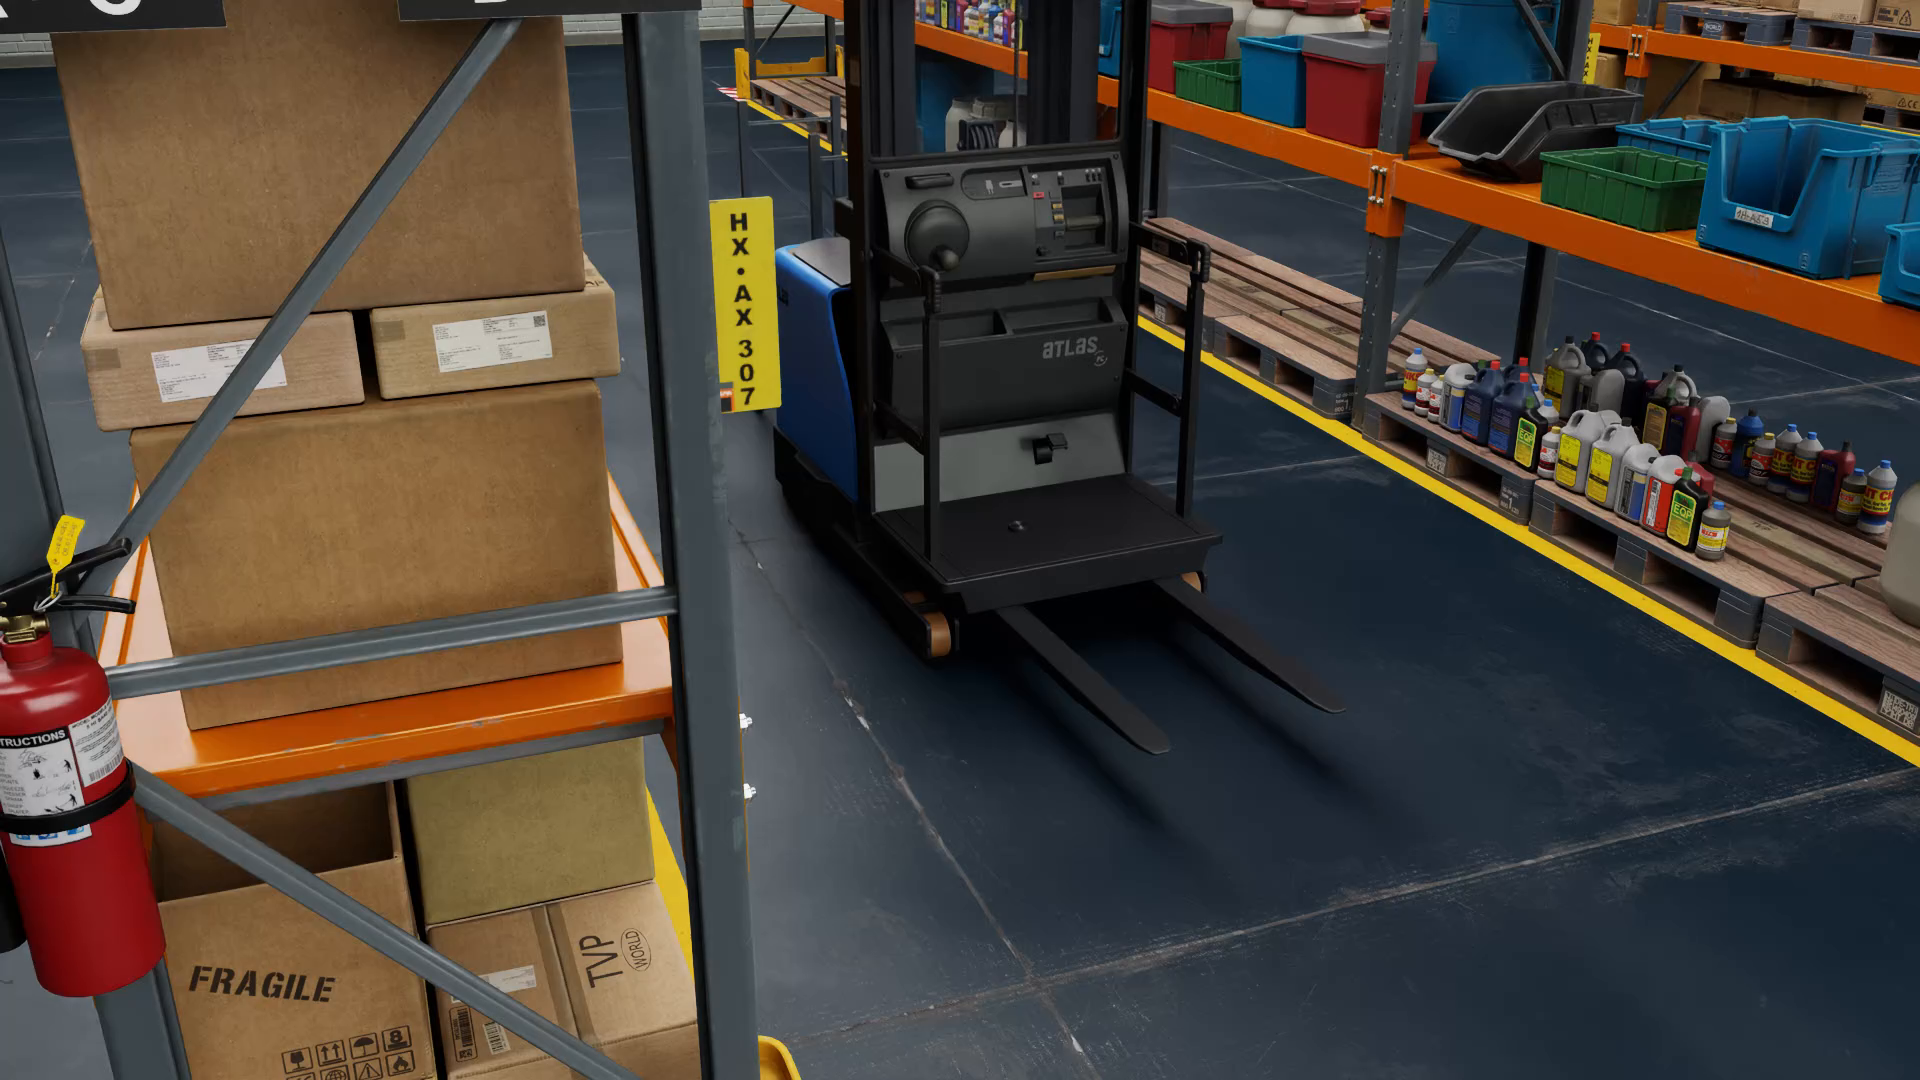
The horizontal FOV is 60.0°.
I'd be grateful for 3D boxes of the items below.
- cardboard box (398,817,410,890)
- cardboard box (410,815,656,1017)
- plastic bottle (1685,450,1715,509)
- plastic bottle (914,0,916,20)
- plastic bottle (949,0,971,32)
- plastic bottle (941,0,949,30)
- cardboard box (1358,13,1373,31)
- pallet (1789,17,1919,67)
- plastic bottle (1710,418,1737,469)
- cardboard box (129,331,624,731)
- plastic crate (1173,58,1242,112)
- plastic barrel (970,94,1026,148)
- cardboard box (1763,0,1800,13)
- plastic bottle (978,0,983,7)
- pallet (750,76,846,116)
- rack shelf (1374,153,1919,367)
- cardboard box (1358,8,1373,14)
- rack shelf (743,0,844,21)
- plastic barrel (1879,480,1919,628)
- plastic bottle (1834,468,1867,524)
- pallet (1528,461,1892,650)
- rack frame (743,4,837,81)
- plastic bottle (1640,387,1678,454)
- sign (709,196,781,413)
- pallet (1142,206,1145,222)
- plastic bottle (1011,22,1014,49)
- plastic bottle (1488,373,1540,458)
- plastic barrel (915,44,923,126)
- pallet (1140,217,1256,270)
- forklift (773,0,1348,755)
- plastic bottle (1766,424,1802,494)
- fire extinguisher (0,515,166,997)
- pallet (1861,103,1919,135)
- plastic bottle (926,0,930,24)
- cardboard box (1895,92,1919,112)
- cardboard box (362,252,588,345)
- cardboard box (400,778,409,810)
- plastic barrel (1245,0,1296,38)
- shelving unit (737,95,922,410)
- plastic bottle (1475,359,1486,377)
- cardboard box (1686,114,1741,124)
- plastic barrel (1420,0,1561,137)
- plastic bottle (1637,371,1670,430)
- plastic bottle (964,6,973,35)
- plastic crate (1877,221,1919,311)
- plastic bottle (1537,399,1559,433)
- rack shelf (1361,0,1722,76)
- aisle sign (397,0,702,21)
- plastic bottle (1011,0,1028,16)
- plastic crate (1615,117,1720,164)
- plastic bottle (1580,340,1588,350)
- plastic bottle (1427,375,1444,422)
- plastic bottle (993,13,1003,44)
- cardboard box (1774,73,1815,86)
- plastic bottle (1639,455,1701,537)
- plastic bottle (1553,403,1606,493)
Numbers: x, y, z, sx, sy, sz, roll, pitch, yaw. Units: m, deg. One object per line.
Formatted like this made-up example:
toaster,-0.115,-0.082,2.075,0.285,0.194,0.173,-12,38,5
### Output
cardboard box,-1.500,0.898,3.757,0.500,0.250,0.500,-8,24,-19
cardboard box,-1.007,0.826,3.929,0.500,0.250,0.500,-8,24,-19
plastic bottle,2.766,-0.188,6.265,0.061,0.283,0.133,-8,24,-19
plastic bottle,-0.316,-4.266,13.169,0.152,0.276,0.135,-8,24,-19
plastic bottle,0.000,-3.971,12.373,0.144,0.351,0.185,-8,24,-19
plastic bottle,-0.095,-3.992,12.510,0.061,0.283,0.133,-8,24,-19
cardboard box,4.428,-4.544,15.864,1.225,0.875,0.875,-8,24,-19
pallet,6.334,-3.304,10.974,1.003,0.211,1.213,-8,24,-19
plastic bottle,3.176,-0.406,6.888,0.097,0.201,0.097,0,23,0
cardboard box,-0.999,-0.059,2.899,0.700,0.500,0.500,-8,24,-19
plastic crate,1.497,-2.469,9.020,0.450,0.188,0.662,-8,24,-19
plastic barrel,0.375,-3.095,12.794,0.600,0.588,0.708,-8,24,-19
cardboard box,6.116,-3.966,11.628,0.700,0.500,0.500,-5,23,-11
plastic bottle,0.189,-4.382,13.450,0.097,0.271,0.097,0,23,0
pallet,-1.608,-4.743,17.732,1.003,0.211,1.213,-8,24,-19
rack shelf,3.083,-0.915,5.985,1.077,0.370,4.000,-8,24,-19
cardboard box,4.025,-5.025,17.004,0.875,0.875,0.875,-8,24,-19
rack shelf,-1.156,-5.275,16.330,1.077,0.370,4.000,-8,24,-19
plastic barrel,3.308,0.022,5.497,0.421,0.512,0.421,0,23,0
plastic bottle,3.404,-0.172,6.333,0.097,0.201,0.097,0,23,0
pallet,3.009,0.006,6.465,1.003,0.211,1.213,-8,24,-19
rack frame,-1.863,-6.333,17.914,1.000,3.000,0.127,-8,24,-19
plastic bottle,2.968,-0.519,7.051,0.061,0.283,0.133,-8,24,-19
sign,-0.325,-0.351,2.504,0.100,0.325,0.005,-8,24,-19
pallet,0.646,-2.422,12.225,1.003,0.211,1.213,-8,24,-19
plastic bottle,0.397,-3.468,11.371,0.097,0.201,0.097,0,23,0
plastic bottle,2.340,-0.536,7.005,0.144,0.351,0.185,-9,25,-21
plastic barrel,-0.274,-3.906,14.317,0.600,0.901,0.708,-8,24,-19
pallet,1.201,-1.855,10.879,1.003,0.211,1.213,-8,24,-19
forklift,0.251,-1.127,5.650,1.130,2.935,3.031,-10,25,-22
plastic bottle,3.284,-0.328,6.612,0.097,0.271,0.097,0,23,0
fire extinguisher,-1.239,0.301,2.274,0.296,0.674,0.183,-8,24,-19
pallet,9.571,-4.192,16.423,1.003,0.211,1.213,-8,24,-19
plastic bottle,-0.218,-4.134,12.861,0.097,0.271,0.097,0,23,0
cardboard box,9.414,-4.374,15.943,0.500,0.500,0.500,-9,25,-21
cardboard box,-0.879,-0.454,3.001,0.380,0.149,0.250,-9,24,-20
cardboard box,-1.194,0.300,4.210,0.500,0.500,0.500,-8,24,-19
plastic barrel,1.831,-2.837,9.444,0.433,0.535,0.433,0,23,0
shelving unit,-0.599,-1.202,7.672,0.538,1.500,1.048,-10,25,-22
plastic bottle,2.318,-0.649,7.359,0.061,0.283,0.133,-8,24,-19
cardboard box,5.852,-2.916,12.459,0.700,0.500,0.500,-10,25,-22
plastic barrel,2.523,-2.386,7.904,0.600,0.901,0.708,-8,24,-19
plastic bottle,3.038,-0.606,7.258,0.061,0.283,0.133,-7,24,-15
plastic bottle,0.075,-3.799,12.158,0.097,0.201,0.097,0,23,0
plastic crate,3.108,-0.829,5.046,0.499,0.251,0.408,-8,24,-19
plastic bottle,2.427,-0.451,6.905,0.097,0.271,0.097,0,23,0
rack shelf,4.890,-4.501,14.494,1.077,0.370,4.000,-8,24,-19
aisle sign,-0.536,-1.058,2.050,0.394,0.787,0.004,-8,24,-19
plastic bottle,0.475,-4.098,12.674,0.144,0.351,0.185,-8,24,-19
plastic crate,3.021,-1.540,6.732,0.499,0.251,0.616,-8,24,-19
plastic bottle,2.855,-0.795,7.704,0.061,0.283,0.133,-7,24,-16
plastic bottle,2.151,-0.637,7.435,0.097,0.201,0.097,0,23,0
plastic bottle,0.282,-3.587,11.654,0.097,0.201,0.097,0,23,0
cardboard box,8.872,-4.940,17.286,0.500,0.500,0.500,-7,24,-17
plastic bottle,2.667,-0.170,6.231,0.152,0.276,0.135,-8,24,-19
plastic bottle,2.490,-0.382,6.638,0.144,0.351,0.185,-9,24,-19
